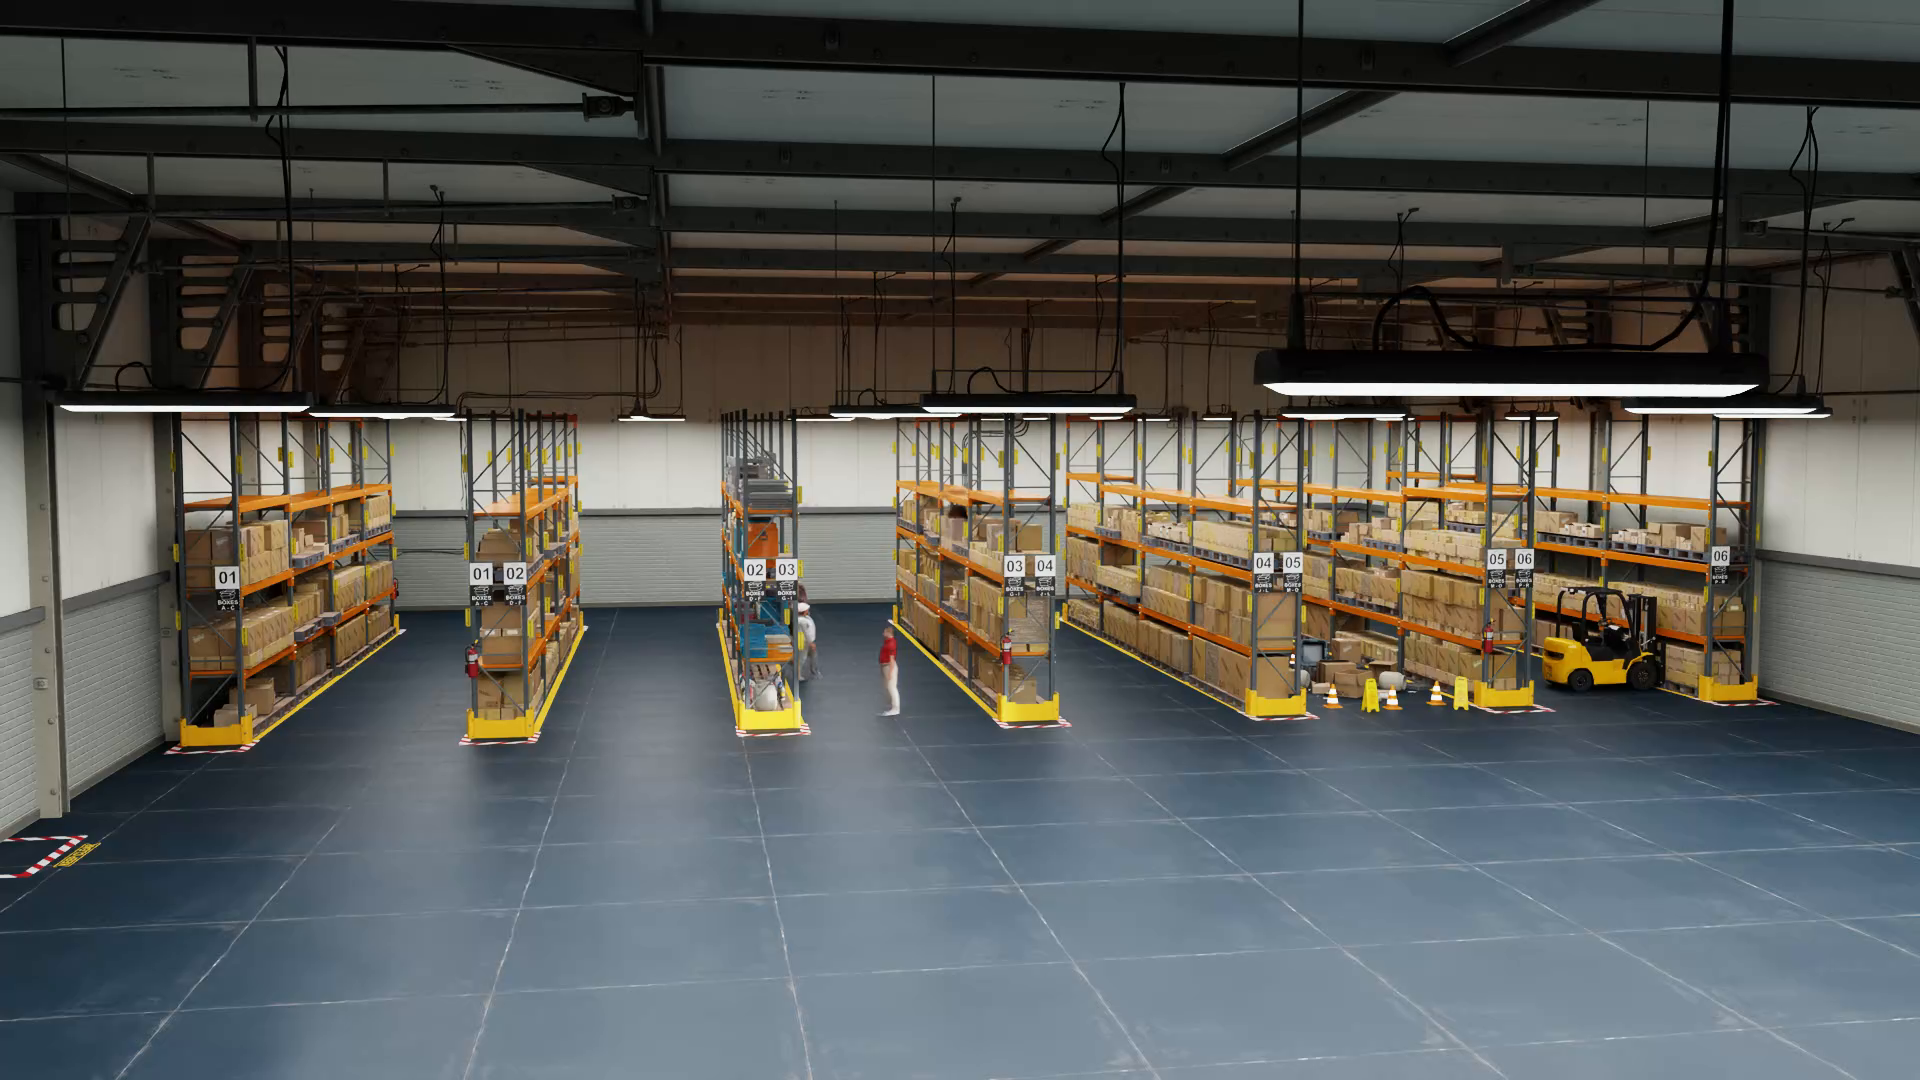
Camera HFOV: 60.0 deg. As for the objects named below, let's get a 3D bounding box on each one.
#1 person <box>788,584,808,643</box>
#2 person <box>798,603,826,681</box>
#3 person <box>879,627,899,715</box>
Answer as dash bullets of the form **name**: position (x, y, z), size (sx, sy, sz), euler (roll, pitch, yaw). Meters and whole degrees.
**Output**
- **person**: position (-4.408, 1.827, 43.991), size (0.714, 1.815, 0.936), euler (-1, 4, -12)
- **person**: position (-3.381, 2.265, 37.161), size (0.594, 1.765, 0.710), euler (1, 4, 11)
- **person**: position (-1.403, 2.591, 32.735), size (0.391, 1.771, 0.654), euler (-1, 4, -9)
